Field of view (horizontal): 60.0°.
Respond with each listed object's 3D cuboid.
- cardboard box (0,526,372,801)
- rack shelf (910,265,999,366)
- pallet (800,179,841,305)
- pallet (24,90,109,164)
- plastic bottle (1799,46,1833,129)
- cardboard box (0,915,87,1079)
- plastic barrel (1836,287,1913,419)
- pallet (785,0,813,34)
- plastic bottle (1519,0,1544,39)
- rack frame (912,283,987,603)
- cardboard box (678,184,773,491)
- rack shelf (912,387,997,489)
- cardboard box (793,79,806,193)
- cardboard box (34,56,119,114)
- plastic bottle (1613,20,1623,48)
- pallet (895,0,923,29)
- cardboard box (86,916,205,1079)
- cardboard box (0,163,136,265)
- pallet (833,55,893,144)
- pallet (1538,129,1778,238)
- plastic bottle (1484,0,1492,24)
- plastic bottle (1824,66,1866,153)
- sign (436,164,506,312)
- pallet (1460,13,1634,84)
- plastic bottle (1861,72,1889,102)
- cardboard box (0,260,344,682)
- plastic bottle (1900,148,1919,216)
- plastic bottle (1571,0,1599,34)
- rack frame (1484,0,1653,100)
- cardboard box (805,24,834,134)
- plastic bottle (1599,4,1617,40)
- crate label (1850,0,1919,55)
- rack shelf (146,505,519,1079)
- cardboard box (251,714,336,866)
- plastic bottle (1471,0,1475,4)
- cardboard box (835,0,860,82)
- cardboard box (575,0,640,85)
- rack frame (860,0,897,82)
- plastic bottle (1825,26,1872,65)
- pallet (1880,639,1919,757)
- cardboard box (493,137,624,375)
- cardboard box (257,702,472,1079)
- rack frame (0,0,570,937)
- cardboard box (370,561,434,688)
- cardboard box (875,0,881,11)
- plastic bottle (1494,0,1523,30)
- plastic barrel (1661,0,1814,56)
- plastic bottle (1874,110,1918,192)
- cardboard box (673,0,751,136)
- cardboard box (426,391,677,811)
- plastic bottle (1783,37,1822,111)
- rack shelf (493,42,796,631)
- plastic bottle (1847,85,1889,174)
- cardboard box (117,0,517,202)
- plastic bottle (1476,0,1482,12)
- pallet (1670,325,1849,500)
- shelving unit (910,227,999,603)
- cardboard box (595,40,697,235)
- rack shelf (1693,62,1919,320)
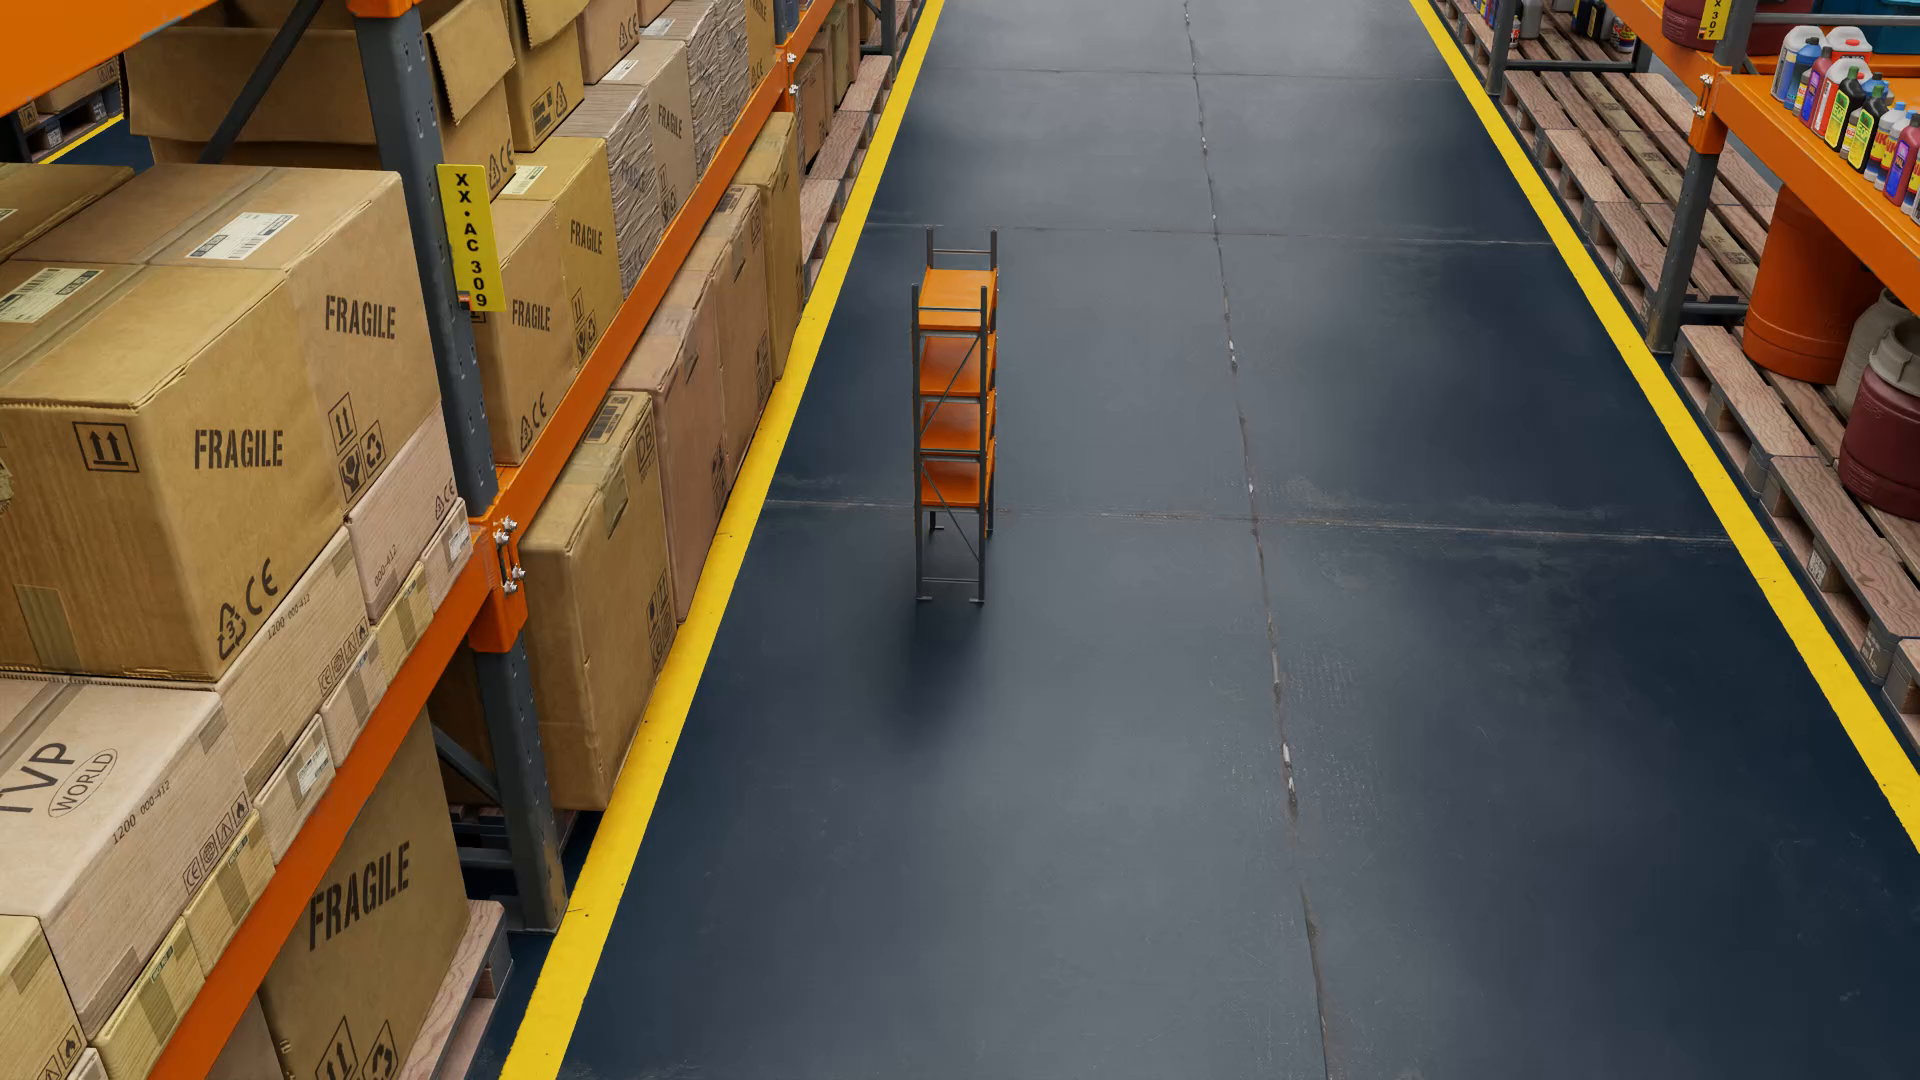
[{"bbox_3d":[-1.401,0.193,2.937,0.500,0.250,0.500,3,32,5],"label":"cardboard box"},{"bbox_3d":[-0.013,-0.759,5.589,0.258,0.148,0.480,2,32,4],"label":"rack shelf"},{"bbox_3d":[-1.196,-1.570,8.596,1.003,0.211,1.213,2,32,4],"label":"pallet"},{"bbox_3d":[-5.955,-2.471,10.059,1.003,0.211,1.213,2,32,4],"label":"pallet"},{"bbox_3d":[3.246,-1.705,6.268,0.061,0.283,0.133,2,32,4],"label":"plastic bottle"},{"bbox_3d":[-1.487,0.725,2.074,0.500,0.250,0.500,2,32,3],"label":"cardboard box"},{"bbox_3d":[3.696,-0.701,6.499,0.421,0.512,0.421,0,32,0],"label":"plastic barrel"},{"bbox_3d":[-1.309,-2.644,7.864,1.213,0.211,1.003,2,32,4],"label":"pallet"},{"bbox_3d":[3.910,-3.631,11.388,0.144,0.351,0.185,2,32,4],"label":"plastic bottle"},{"bbox_3d":[-0.033,-0.297,5.588,0.240,1.200,0.015,2,32,4],"label":"rack frame"},{"bbox_3d":[-1.418,-0.797,6.309,1.225,0.875,0.875,3,32,4],"label":"cardboard box"},{"bbox_3d":[-0.013,-0.367,5.830,0.258,0.148,0.480,2,32,4],"label":"rack shelf"},{"bbox_3d":[-1.194,-2.113,8.783,0.700,0.500,0.500,0,32,0],"label":"cardboard box"},{"bbox_3d":[-5.914,-3.093,10.154,1.050,0.750,0.750,2,32,4],"label":"cardboard box"},{"bbox_3d":[4.472,-3.425,11.197,0.097,0.201,0.097,0,32,0],"label":"plastic bottle"},{"bbox_3d":[-0.819,-4.245,12.937,1.003,0.211,1.213,2,32,4],"label":"pallet"},{"bbox_3d":[-1.389,0.696,2.502,0.380,0.149,0.250,2,32,3],"label":"cardboard box"},{"bbox_3d":[-1.881,-0.399,3.183,0.500,0.500,0.500,2,32,4],"label":"cardboard box"},{"bbox_3d":[-0.997,-2.846,10.666,1.003,0.211,1.213,2,32,4],"label":"pallet"},{"bbox_3d":[3.879,-1.989,9.277,1.003,0.211,1.213,2,32,4],"label":"pallet"},{"bbox_3d":[3.754,-3.796,11.720,0.061,0.283,0.133,5,32,7],"label":"plastic bottle"},{"bbox_3d":[3.224,-1.565,6.041,0.061,0.283,0.133,2,32,4],"label":"plastic bottle"},{"bbox_3d":[-1.034,-0.636,3.523,0.100,0.325,0.005,2,32,4],"label":"sign"},{"bbox_3d":[4.097,-3.391,11.551,1.003,0.211,1.213,2,32,4],"label":"pallet"},{"bbox_3d":[3.304,-1.566,6.054,0.097,0.271,0.097,0,32,0],"label":"plastic bottle"},{"bbox_3d":[-1.403,-0.125,2.739,0.500,0.500,0.500,3,32,4],"label":"cardboard box"},{"bbox_3d":[3.187,-1.206,5.471,0.097,0.271,0.097,0,32,0],"label":"plastic bottle"},{"bbox_3d":[4.337,-3.699,11.498,0.144,0.351,0.185,2,32,4],"label":"plastic bottle"},{"bbox_3d":[4.001,-4.228,10.252,1.000,3.000,0.127,2,32,4],"label":"rack frame"},{"bbox_3d":[-1.110,-2.702,9.738,0.700,0.500,0.500,0,32,0],"label":"cardboard box"},{"bbox_3d":[4.463,-3.574,11.368,0.152,0.276,0.135,4,32,6],"label":"plastic bottle"},{"bbox_3d":[4.083,-2.270,7.234,0.303,0.233,0.416,2,32,4],"label":"crate label"},{"bbox_3d":[-1.750,1.095,2.299,1.077,0.370,4.000,2,32,4],"label":"rack shelf"},{"bbox_3d":[-1.348,0.427,2.938,0.380,0.149,0.250,3,32,5],"label":"cardboard box"},{"bbox_3d":[3.816,-4.074,12.182,0.097,0.271,0.097,0,32,0],"label":"plastic bottle"},{"bbox_3d":[-1.007,-3.243,10.616,0.700,0.500,0.500,0,32,0],"label":"cardboard box"},{"bbox_3d":[-1.441,-1.745,5.171,0.797,0.503,0.637,3,32,6],"label":"cardboard box"},{"bbox_3d":[-0.935,-4.440,10.596,1.000,3.000,0.127,2,32,4],"label":"rack frame"},{"bbox_3d":[3.470,-1.865,6.536,0.152,0.276,0.135,2,32,4],"label":"plastic bottle"},{"bbox_3d":[3.454,0.740,4.848,1.003,0.211,1.213,2,32,4],"label":"pallet"},{"bbox_3d":[-1.260,-0.792,4.581,0.500,0.500,0.500,3,32,4],"label":"cardboard box"},{"bbox_3d":[-1.720,0.811,3.700,0.875,0.875,0.875,2,32,4],"label":"cardboard box"},{"bbox_3d":[-1.587,-0.257,3.808,1.000,3.000,0.127,2,32,4],"label":"rack frame"},{"bbox_3d":[-1.306,0.159,3.373,0.380,0.149,0.250,3,32,5],"label":"cardboard box"},{"bbox_3d":[-0.824,-4.062,11.964,0.500,0.500,0.500,13,34,19],"label":"cardboard box"},{"bbox_3d":[3.766,-3.637,11.398,0.144,0.351,0.185,2,32,3],"label":"plastic bottle"},{"bbox_3d":[3.411,-2.450,7.237,0.600,0.536,0.708,2,32,4],"label":"plastic barrel"},{"bbox_3d":[3.206,-1.327,5.667,0.097,0.271,0.097,0,32,0],"label":"plastic bottle"},{"bbox_3d":[-1.101,-1.862,6.317,0.500,0.500,0.500,2,32,4],"label":"cardboard box"},{"bbox_3d":[-1.555,0.133,4.799,1.225,0.875,0.875,3,32,4],"label":"cardboard box"},{"bbox_3d":[3.281,-1.810,6.451,0.097,0.271,0.097,0,32,0],"label":"plastic bottle"},{"bbox_3d":[-1.424,-0.996,5.693,1.077,0.370,4.000,2,32,4],"label":"rack shelf"},{"bbox_3d":[3.205,-1.444,5.845,0.061,0.283,0.133,2,32,4],"label":"plastic bottle"},{"bbox_3d":[-1.543,-1.061,4.061,0.797,0.503,0.637,2,32,3],"label":"cardboard box"},{"bbox_3d":[3.825,-3.959,11.992,0.152,0.276,0.135,3,32,5],"label":"plastic bottle"},{"bbox_3d":[3.653,-0.536,6.918,1.003,0.211,1.213,2,32,4],"label":"pallet"},{"bbox_3d":[-0.013,-0.424,5.795,0.258,1.200,0.503,2,32,4],"label":"shelving unit"},{"bbox_3d":[-1.182,-1.324,5.444,0.500,0.500,0.500,3,32,5],"label":"cardboard box"},{"bbox_3d":[3.513,-0.785,5.350,1.077,0.370,4.000,2,32,4],"label":"rack shelf"}]
